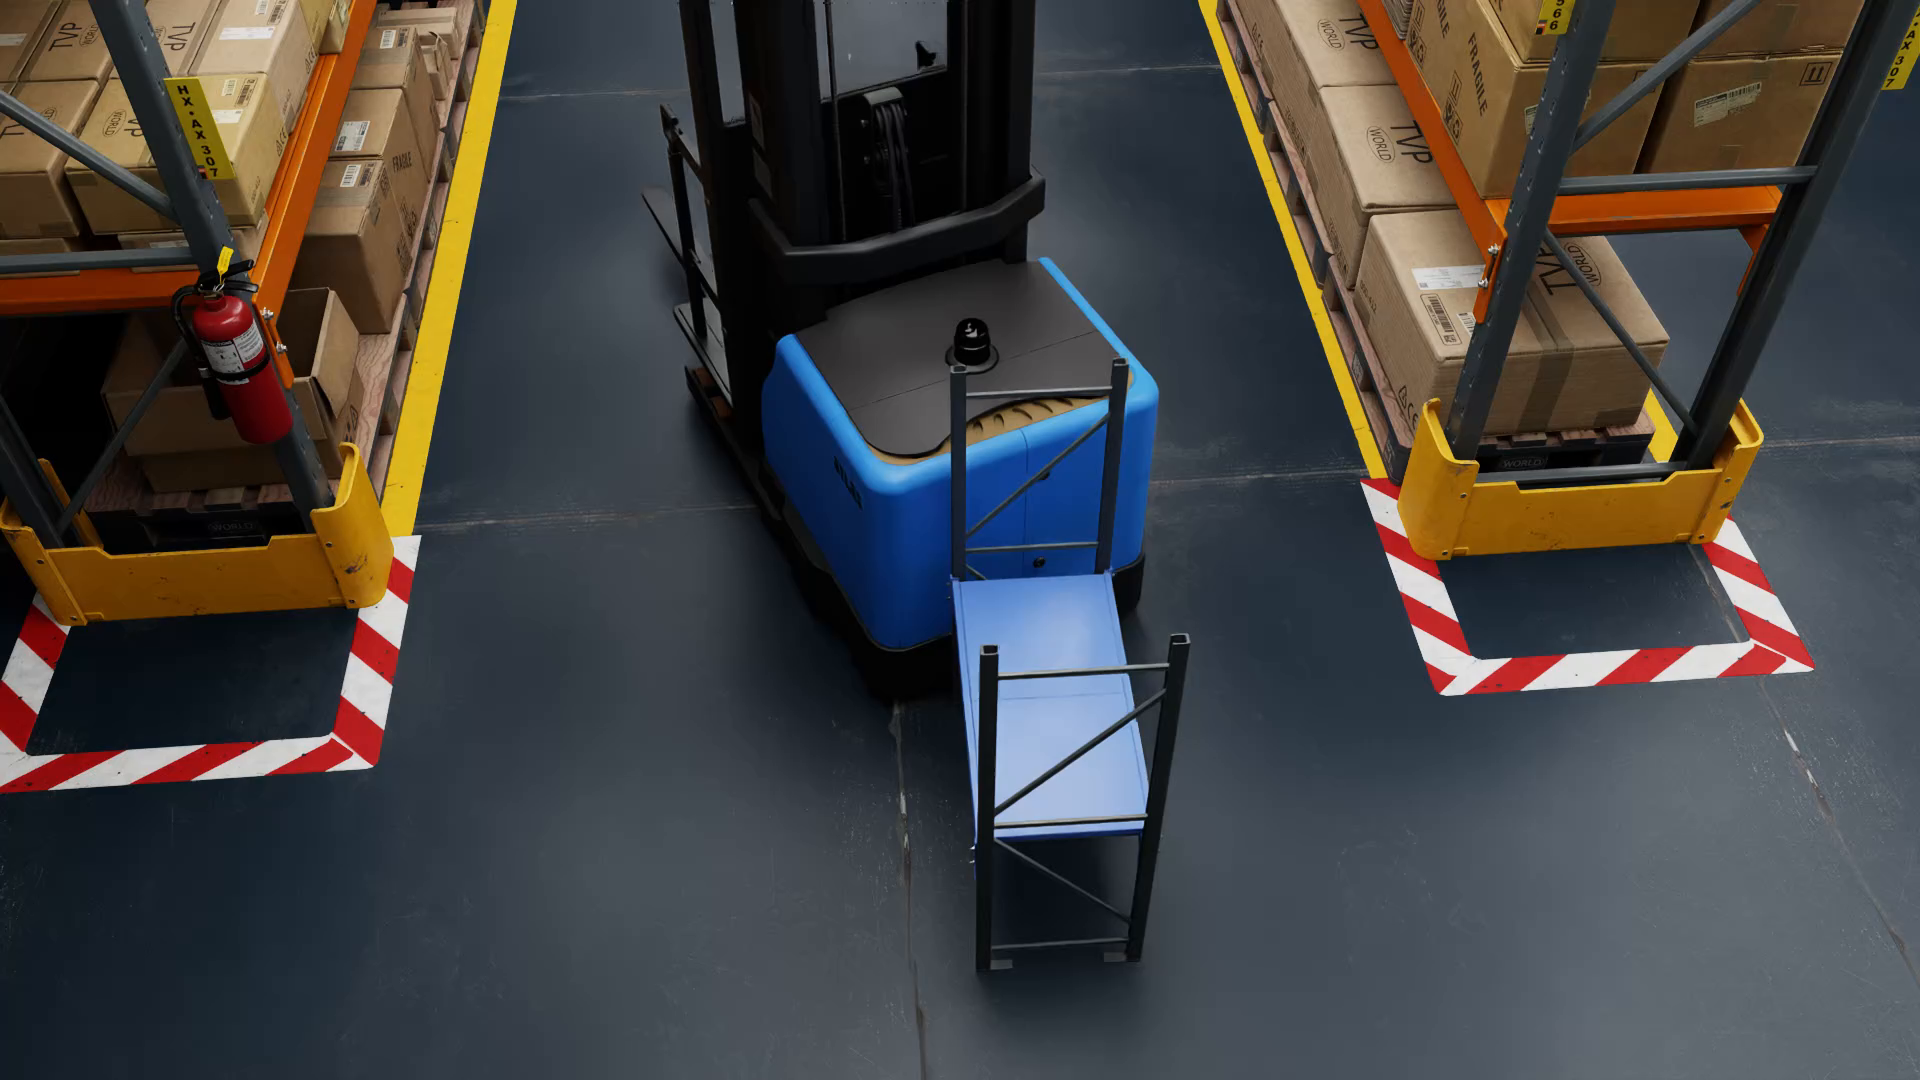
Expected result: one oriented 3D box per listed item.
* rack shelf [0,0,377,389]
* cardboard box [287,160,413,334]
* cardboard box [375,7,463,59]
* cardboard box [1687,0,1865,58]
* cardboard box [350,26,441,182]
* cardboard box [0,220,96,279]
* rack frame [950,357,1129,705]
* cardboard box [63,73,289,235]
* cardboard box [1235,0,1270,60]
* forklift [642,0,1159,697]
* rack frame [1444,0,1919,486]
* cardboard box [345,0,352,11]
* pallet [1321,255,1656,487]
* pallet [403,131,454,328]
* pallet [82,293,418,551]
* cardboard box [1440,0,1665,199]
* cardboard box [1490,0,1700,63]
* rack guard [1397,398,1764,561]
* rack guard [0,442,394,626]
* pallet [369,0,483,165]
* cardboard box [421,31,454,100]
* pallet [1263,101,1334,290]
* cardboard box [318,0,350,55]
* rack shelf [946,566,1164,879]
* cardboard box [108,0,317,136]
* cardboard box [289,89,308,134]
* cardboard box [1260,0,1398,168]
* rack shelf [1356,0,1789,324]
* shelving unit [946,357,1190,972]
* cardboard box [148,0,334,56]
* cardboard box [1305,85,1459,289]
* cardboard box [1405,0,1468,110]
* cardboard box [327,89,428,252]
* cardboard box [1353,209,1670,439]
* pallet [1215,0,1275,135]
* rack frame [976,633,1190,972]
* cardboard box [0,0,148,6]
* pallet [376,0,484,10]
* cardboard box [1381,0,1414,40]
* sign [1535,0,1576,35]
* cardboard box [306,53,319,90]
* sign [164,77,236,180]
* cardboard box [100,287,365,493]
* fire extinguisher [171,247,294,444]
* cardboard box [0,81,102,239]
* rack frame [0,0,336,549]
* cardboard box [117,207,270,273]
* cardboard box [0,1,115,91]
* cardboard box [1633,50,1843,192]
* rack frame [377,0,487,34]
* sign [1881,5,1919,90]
[{"bbox_3d":[-2.850,-2.024,6.596,1.077,0.370,4.000,-3,47,-3],"label":"rack shelf"},{"bbox_3d":[-2.672,-1.178,6.732,0.700,0.500,0.500,-2,47,-2],"label":"cardboard box"},{"bbox_3d":[-2.678,-2.497,8.223,0.380,0.149,0.250,-5,47,-4],"label":"cardboard box"},{"bbox_3d":[2.507,-1.871,5.199,0.500,0.500,0.500,-4,47,-4],"label":"cardboard box"},{"bbox_3d":[-2.759,-1.929,7.443,0.700,0.500,0.500,-5,47,-5],"label":"cardboard box"},{"bbox_3d":[-2.977,-0.961,5.267,0.380,0.149,0.250,-4,47,-4],"label":"cardboard box"},{"bbox_3d":[0.223,0.027,5.192,0.500,1.500,0.032,-3,47,-3],"label":"rack frame"},{"bbox_3d":[-2.452,-1.219,5.237,0.500,0.250,0.500,-3,47,-3],"label":"cardboard box"},{"bbox_3d":[1.875,-2.825,8.335,0.875,0.438,0.875,-4,47,-4],"label":"cardboard box"},{"bbox_3d":[-0.454,-1.554,5.703,1.130,2.935,3.031,-20,50,-18],"label":"forklift"},{"bbox_3d":[2.264,-1.128,5.253,1.000,3.000,0.127,-3,47,-3],"label":"rack frame"},{"bbox_3d":[-2.537,-2.116,6.361,0.380,0.149,0.250,-3,47,-2],"label":"cardboard box"},{"bbox_3d":[2.119,-0.743,6.808,1.003,0.211,1.213,-3,47,-3],"label":"pallet"},{"bbox_3d":[-2.855,-1.377,7.409,1.003,0.211,1.213,-3,47,-3],"label":"pallet"},{"bbox_3d":[-2.756,-0.497,6.575,1.003,0.211,1.213,-3,47,-3],"label":"pallet"},{"bbox_3d":[1.960,-1.496,5.532,0.500,0.500,0.500,-3,47,-3],"label":"cardboard box"},{"bbox_3d":[1.986,-1.841,5.170,0.500,0.500,0.500,-2,47,-2],"label":"cardboard box"},{"bbox_3d":[2.266,-0.251,6.144,1.175,0.500,0.348,-3,47,-3],"label":"rack guard"},{"bbox_3d":[-2.688,-0.019,5.924,1.175,0.500,0.348,-3,47,-3],"label":"rack guard"},{"bbox_3d":[-2.960,-2.262,8.247,1.003,0.211,1.213,-3,47,-3],"label":"pallet"},{"bbox_3d":[-2.648,-2.279,7.936,0.396,0.266,0.258,-2,47,-2],"label":"cardboard box"},{"bbox_3d":[2.020,-1.624,7.643,1.003,0.211,1.213,-3,47,-3],"label":"pallet"},{"bbox_3d":[-2.495,-1.927,6.182,0.380,0.149,0.250,-5,47,-4],"label":"cardboard box"},{"bbox_3d":[0.261,0.519,4.974,0.538,0.185,1.000,-3,47,-3],"label":"rack shelf"},{"bbox_3d":[-2.494,-1.584,5.583,0.500,0.250,0.500,-3,47,-3],"label":"cardboard box"},{"bbox_3d":[-2.520,-1.548,5.823,0.380,0.149,0.250,-2,47,-2],"label":"cardboard box"},{"bbox_3d":[1.950,-2.177,7.721,0.875,0.438,0.875,-5,47,-4],"label":"cardboard box"},{"bbox_3d":[2.096,-2.328,6.884,1.077,0.370,4.000,-3,47,-3],"label":"rack shelf"},{"bbox_3d":[0.261,0.395,4.843,0.538,1.500,1.048,-3,47,-3],"label":"shelving unit"},{"bbox_3d":[-2.540,-1.951,5.930,0.500,0.250,0.500,-4,47,-4],"label":"cardboard box"},{"bbox_3d":[2.024,-1.525,7.104,0.875,0.438,0.875,-2,47,-2],"label":"cardboard box"},{"bbox_3d":[1.933,-1.860,5.876,0.500,0.500,0.500,-4,47,-4],"label":"cardboard box"},{"bbox_3d":[-2.616,-1.566,7.100,0.500,0.500,0.500,-3,47,-3],"label":"cardboard box"},{"bbox_3d":[2.109,-0.863,6.477,0.875,0.438,0.875,-5,47,-5],"label":"cardboard box"},{"bbox_3d":[1.915,-2.509,8.480,1.003,0.211,1.213,-3,47,-3],"label":"pallet"},{"bbox_3d":[0.298,0.763,4.494,0.500,1.500,0.032,-3,47,-3],"label":"rack frame"},{"bbox_3d":[-3.064,-1.923,5.904,0.500,0.250,0.500,-2,47,-2],"label":"cardboard box"},{"bbox_3d":[-3.123,-3.345,9.273,1.003,0.211,1.213,-3,47,-3],"label":"pallet"},{"bbox_3d":[1.880,-2.231,6.228,0.500,0.500,0.500,-2,47,-2],"label":"cardboard box"},{"bbox_3d":[1.722,-1.585,4.725,0.100,0.325,0.005,-3,47,-3],"label":"sign"},{"bbox_3d":[-2.548,-1.740,6.005,0.380,0.149,0.250,-3,47,-3],"label":"cardboard box"},{"bbox_3d":[-2.141,-1.155,4.681,0.100,0.325,0.005,-3,47,-3],"label":"sign"},{"bbox_3d":[-2.639,-0.558,6.143,0.797,0.503,0.637,-5,47,-5],"label":"cardboard box"},{"bbox_3d":[-2.209,-0.591,5.054,0.296,0.674,0.183,-3,47,-3],"label":"fire extinguisher"},{"bbox_3d":[-2.985,-1.191,5.211,0.500,0.250,0.500,-2,47,-2],"label":"cardboard box"},{"bbox_3d":[-2.682,-0.824,4.964,1.000,3.000,0.127,-3,47,-3],"label":"rack frame"},{"bbox_3d":[-2.436,-0.992,5.297,0.380,0.149,0.250,-4,47,-4],"label":"cardboard box"},{"bbox_3d":[-3.027,-1.564,5.564,0.500,0.250,0.500,-3,47,-3],"label":"cardboard box"},{"bbox_3d":[2.510,-1.527,5.562,0.500,0.500,0.500,-4,47,-4],"label":"cardboard box"},{"bbox_3d":[-3.017,-3.718,7.705,1.000,3.000,0.127,-3,47,-3],"label":"rack frame"},{"bbox_3d":[2.817,-1.483,4.937,0.100,0.325,0.005,-3,47,-3],"label":"sign"}]
